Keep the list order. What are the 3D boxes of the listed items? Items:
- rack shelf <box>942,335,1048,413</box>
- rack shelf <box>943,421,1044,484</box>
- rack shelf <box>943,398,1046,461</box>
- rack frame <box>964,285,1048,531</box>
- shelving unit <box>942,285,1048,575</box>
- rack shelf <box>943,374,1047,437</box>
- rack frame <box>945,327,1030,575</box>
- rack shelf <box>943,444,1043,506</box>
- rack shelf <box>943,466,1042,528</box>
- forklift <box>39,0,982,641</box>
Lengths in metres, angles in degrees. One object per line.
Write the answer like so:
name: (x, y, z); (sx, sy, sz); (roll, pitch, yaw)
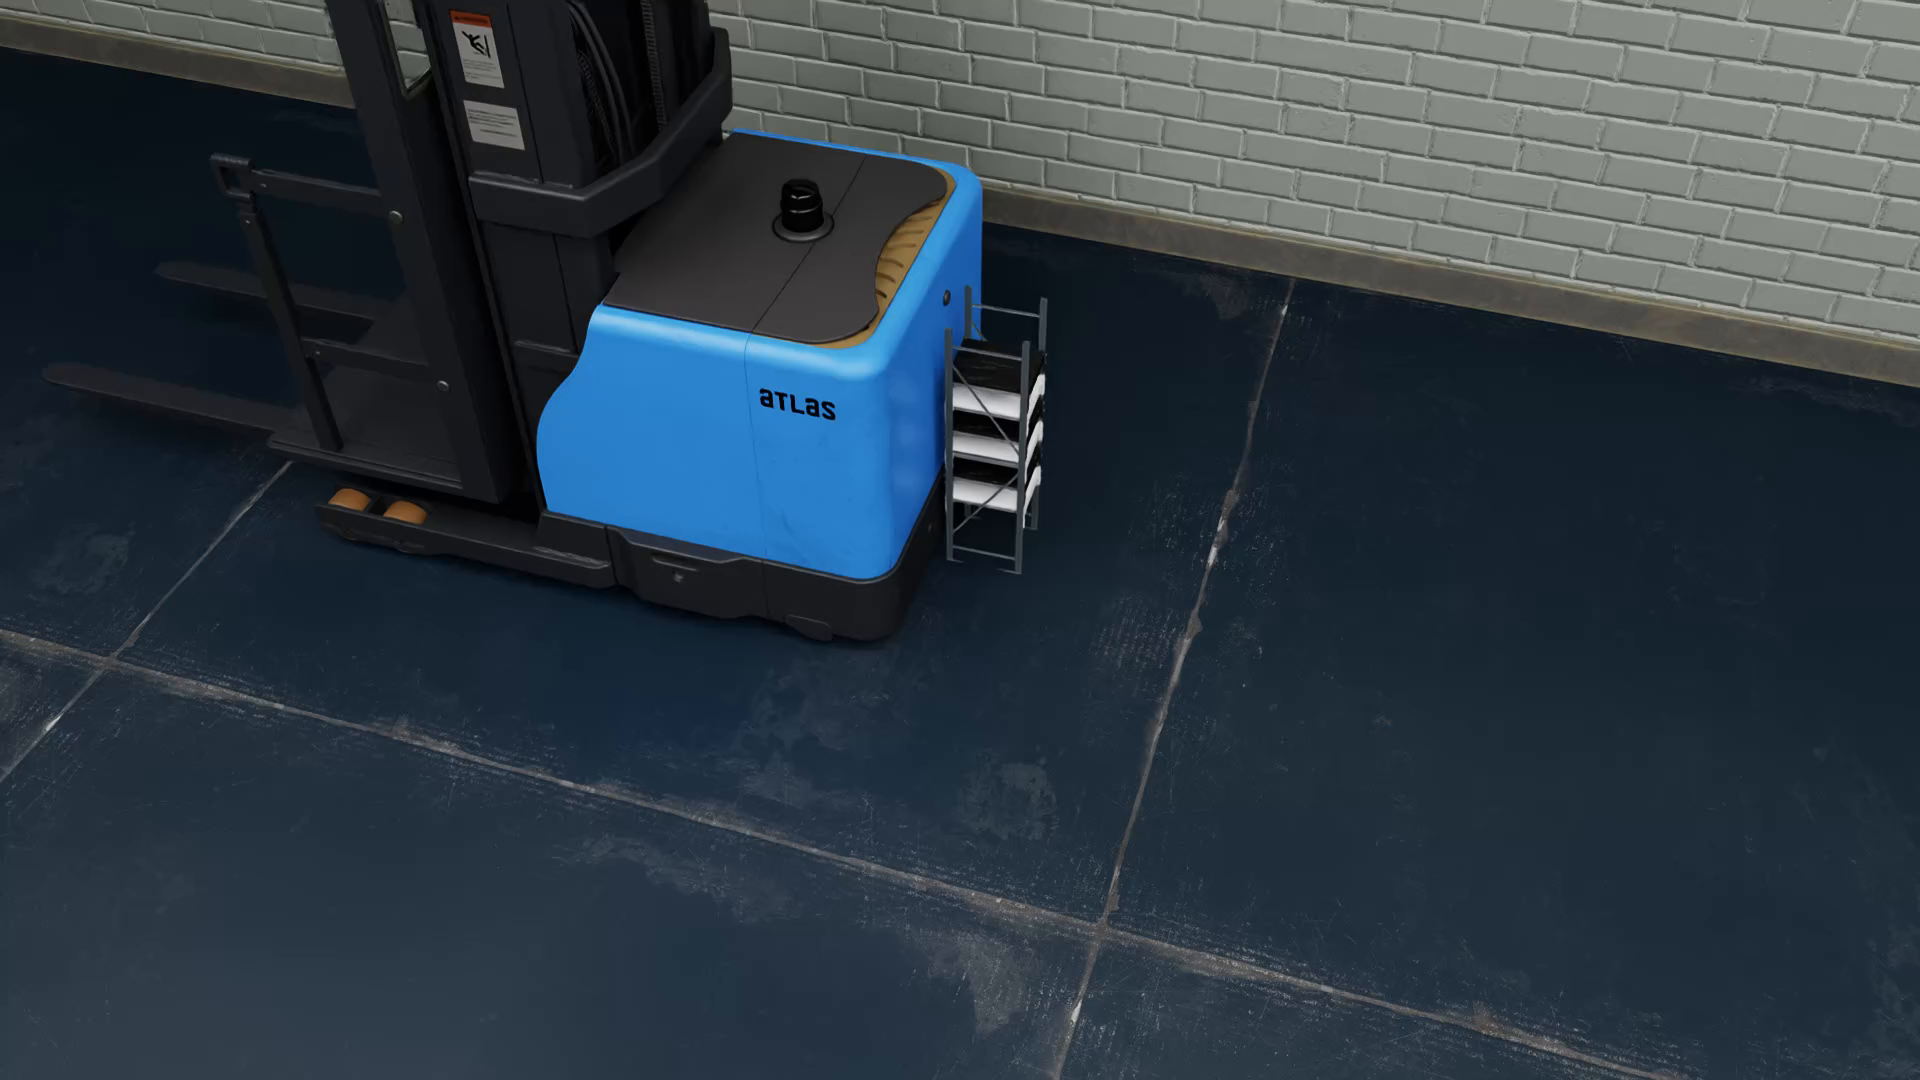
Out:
rack shelf: (0.101, -0.476, 4.754); (0.258, 0.077, 0.200); (11, 45, 11)
rack shelf: (0.101, -0.283, 4.943); (0.258, 0.077, 0.200); (11, 45, 11)
rack shelf: (0.101, -0.347, 4.880); (0.258, 0.077, 0.200); (11, 45, 11)
rack frame: (0.129, -0.375, 4.990); (0.240, 0.900, 0.006); (11, 45, 11)
shelving unit: (0.101, -0.307, 4.920); (0.258, 0.900, 0.210); (11, 45, 11)
rack shelf: (0.101, -0.411, 4.817); (0.258, 0.077, 0.200); (11, 45, 11)
rack frame: (0.074, -0.238, 4.850); (0.240, 0.900, 0.006); (11, 45, 11)
rack shelf: (0.101, -0.218, 5.006); (0.258, 0.077, 0.200); (11, 45, 11)
rack shelf: (0.101, -0.154, 5.069); (0.258, 0.077, 0.200); (11, 45, 11)
forklift: (-1.496, -1.346, 4.530); (3.031, 2.935, 1.130); (12, 46, 12)
